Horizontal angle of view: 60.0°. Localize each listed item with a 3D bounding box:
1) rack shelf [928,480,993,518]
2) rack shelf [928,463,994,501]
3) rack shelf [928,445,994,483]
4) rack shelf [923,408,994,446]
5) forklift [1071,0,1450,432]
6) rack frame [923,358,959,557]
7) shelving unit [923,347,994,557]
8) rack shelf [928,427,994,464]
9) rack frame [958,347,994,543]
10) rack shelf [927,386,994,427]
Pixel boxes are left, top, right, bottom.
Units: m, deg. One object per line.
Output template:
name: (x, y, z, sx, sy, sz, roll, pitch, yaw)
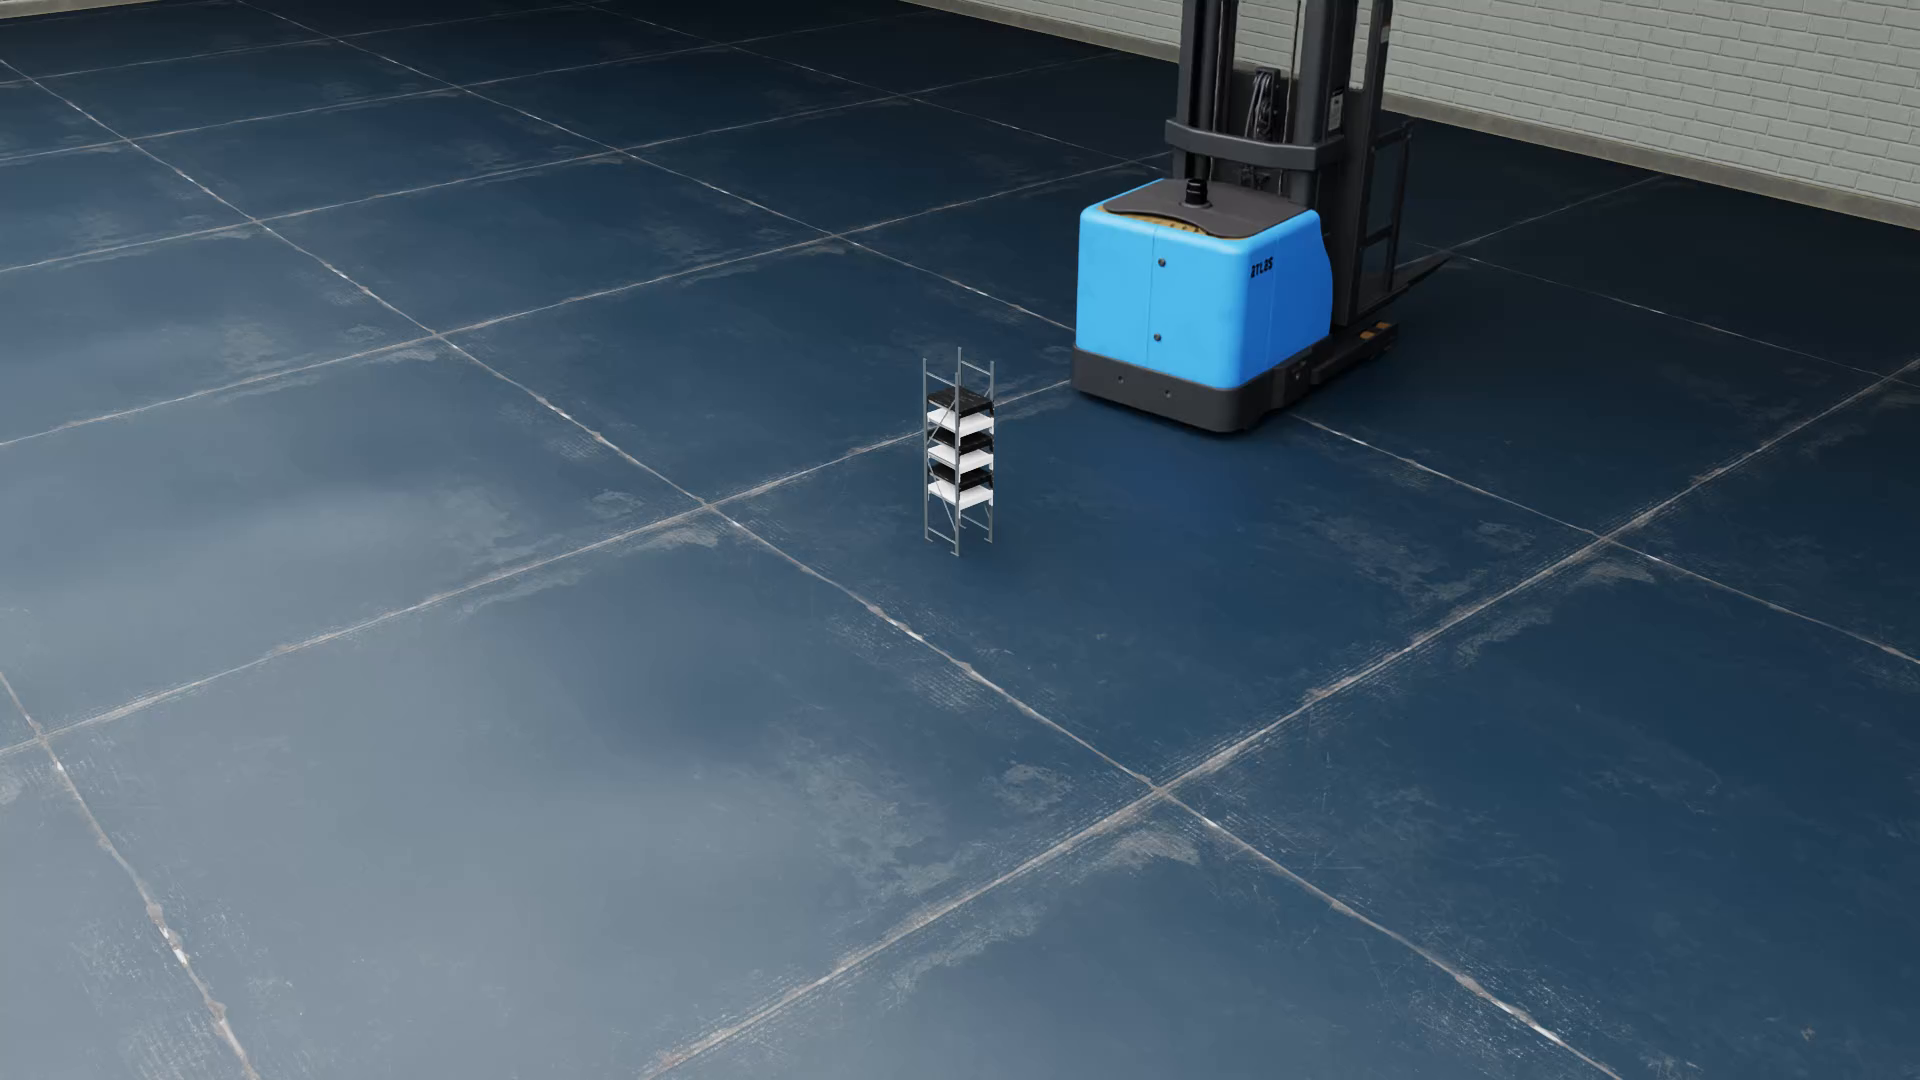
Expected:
rack shelf: (-0.006, -0.206, 7.634, 0.200, 0.077, 0.258, -22, 35, -35)
rack shelf: (-0.006, -0.286, 7.591, 0.200, 0.077, 0.258, -22, 35, -35)
rack shelf: (-0.006, -0.365, 7.549, 0.200, 0.077, 0.258, -22, 35, -35)
rack shelf: (-0.006, -0.524, 7.464, 0.200, 0.077, 0.258, -22, 35, -35)
forklift: (1.939, -2.476, 9.273, 1.130, 2.935, 3.031, 21, 35, 34)
rack frame: (-0.084, -0.363, 7.475, 0.006, 0.900, 0.240, -22, 35, -35)
shelving unit: (-0.006, -0.394, 7.533, 0.210, 0.900, 0.258, -22, 35, -35)
rack shelf: (-0.006, -0.444, 7.507, 0.200, 0.077, 0.258, -22, 35, -35)
rack frame: (0.071, -0.426, 7.591, 0.006, 0.900, 0.240, -22, 35, -35)
rack shelf: (-0.006, -0.603, 7.422, 0.200, 0.077, 0.258, -22, 35, -35)
